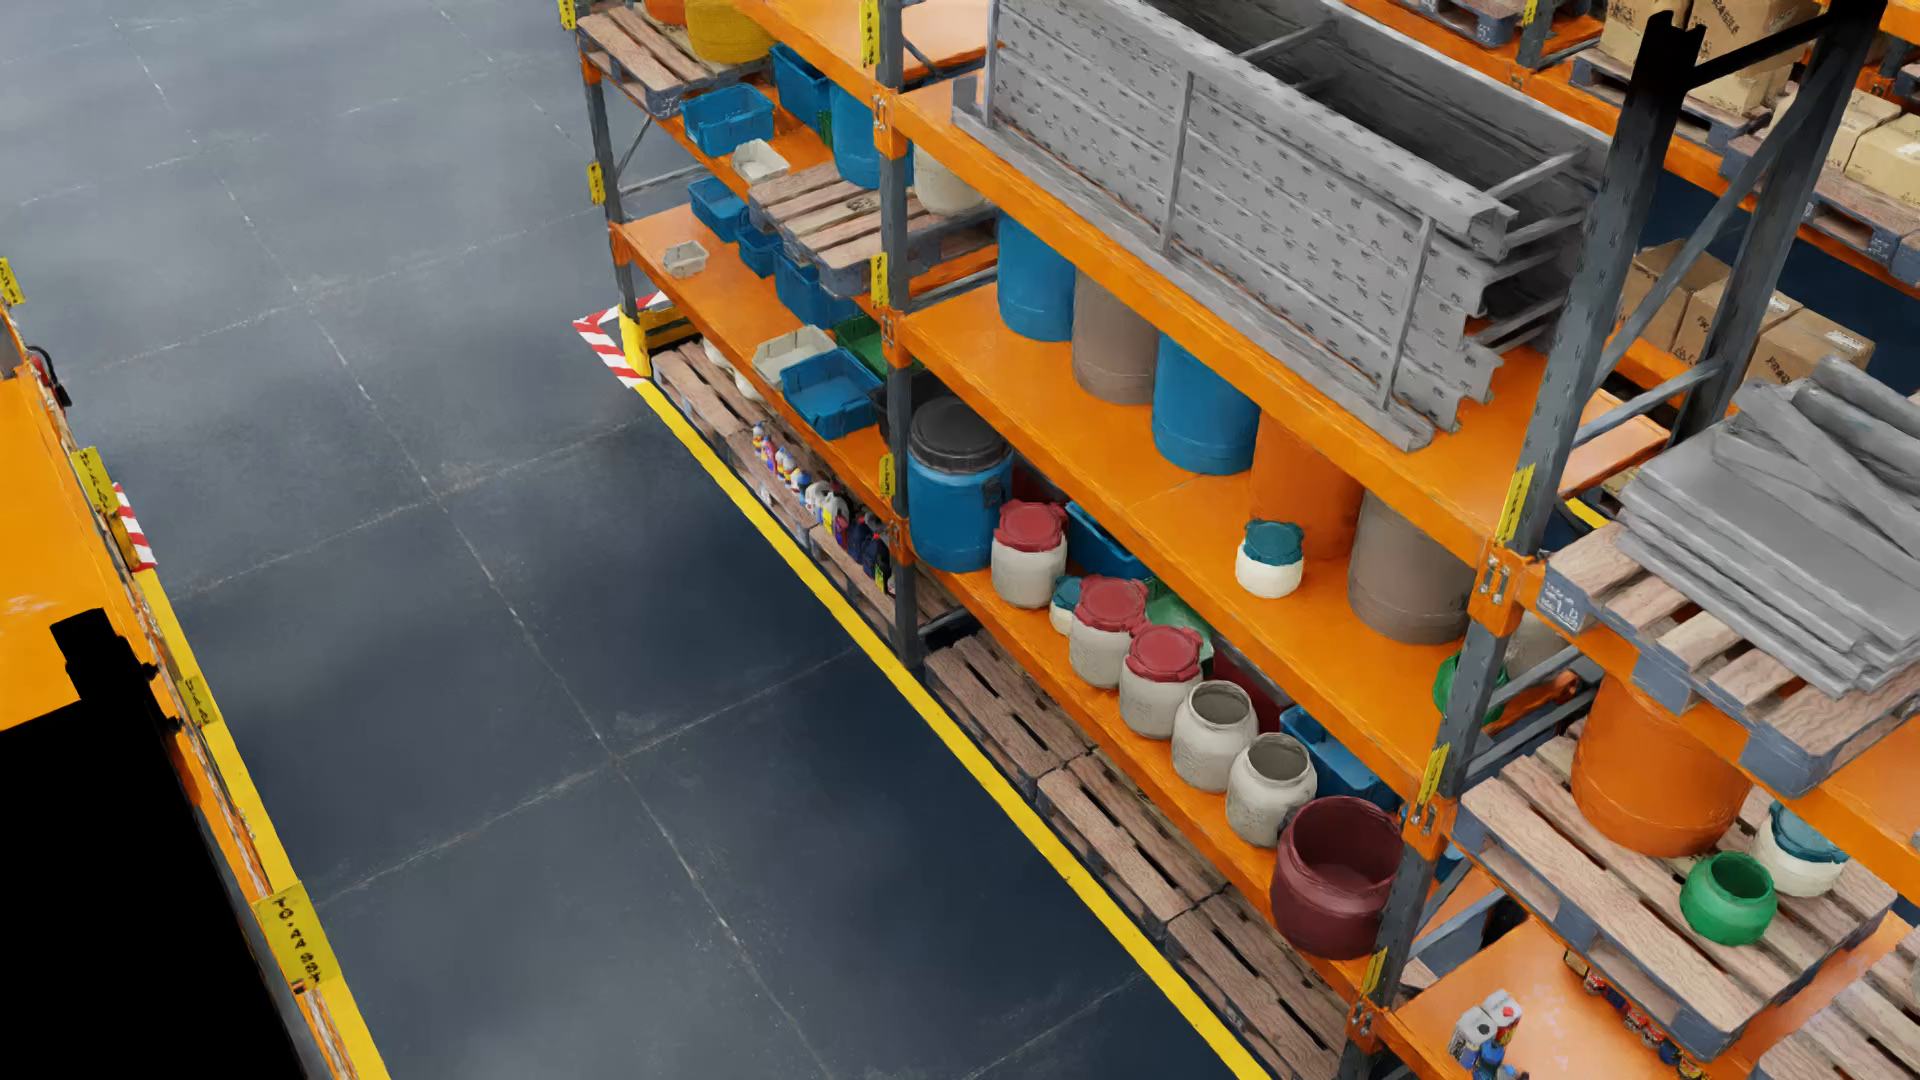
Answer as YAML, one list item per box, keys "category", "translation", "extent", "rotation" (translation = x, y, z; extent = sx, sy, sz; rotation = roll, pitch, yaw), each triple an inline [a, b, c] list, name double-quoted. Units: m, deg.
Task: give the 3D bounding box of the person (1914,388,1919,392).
- category: "person"
  translation: [7.024, -1.044, 11.731]
  extent: [0.625, 1.596, 0.517]
  rotation: [-26, 49, -26]
